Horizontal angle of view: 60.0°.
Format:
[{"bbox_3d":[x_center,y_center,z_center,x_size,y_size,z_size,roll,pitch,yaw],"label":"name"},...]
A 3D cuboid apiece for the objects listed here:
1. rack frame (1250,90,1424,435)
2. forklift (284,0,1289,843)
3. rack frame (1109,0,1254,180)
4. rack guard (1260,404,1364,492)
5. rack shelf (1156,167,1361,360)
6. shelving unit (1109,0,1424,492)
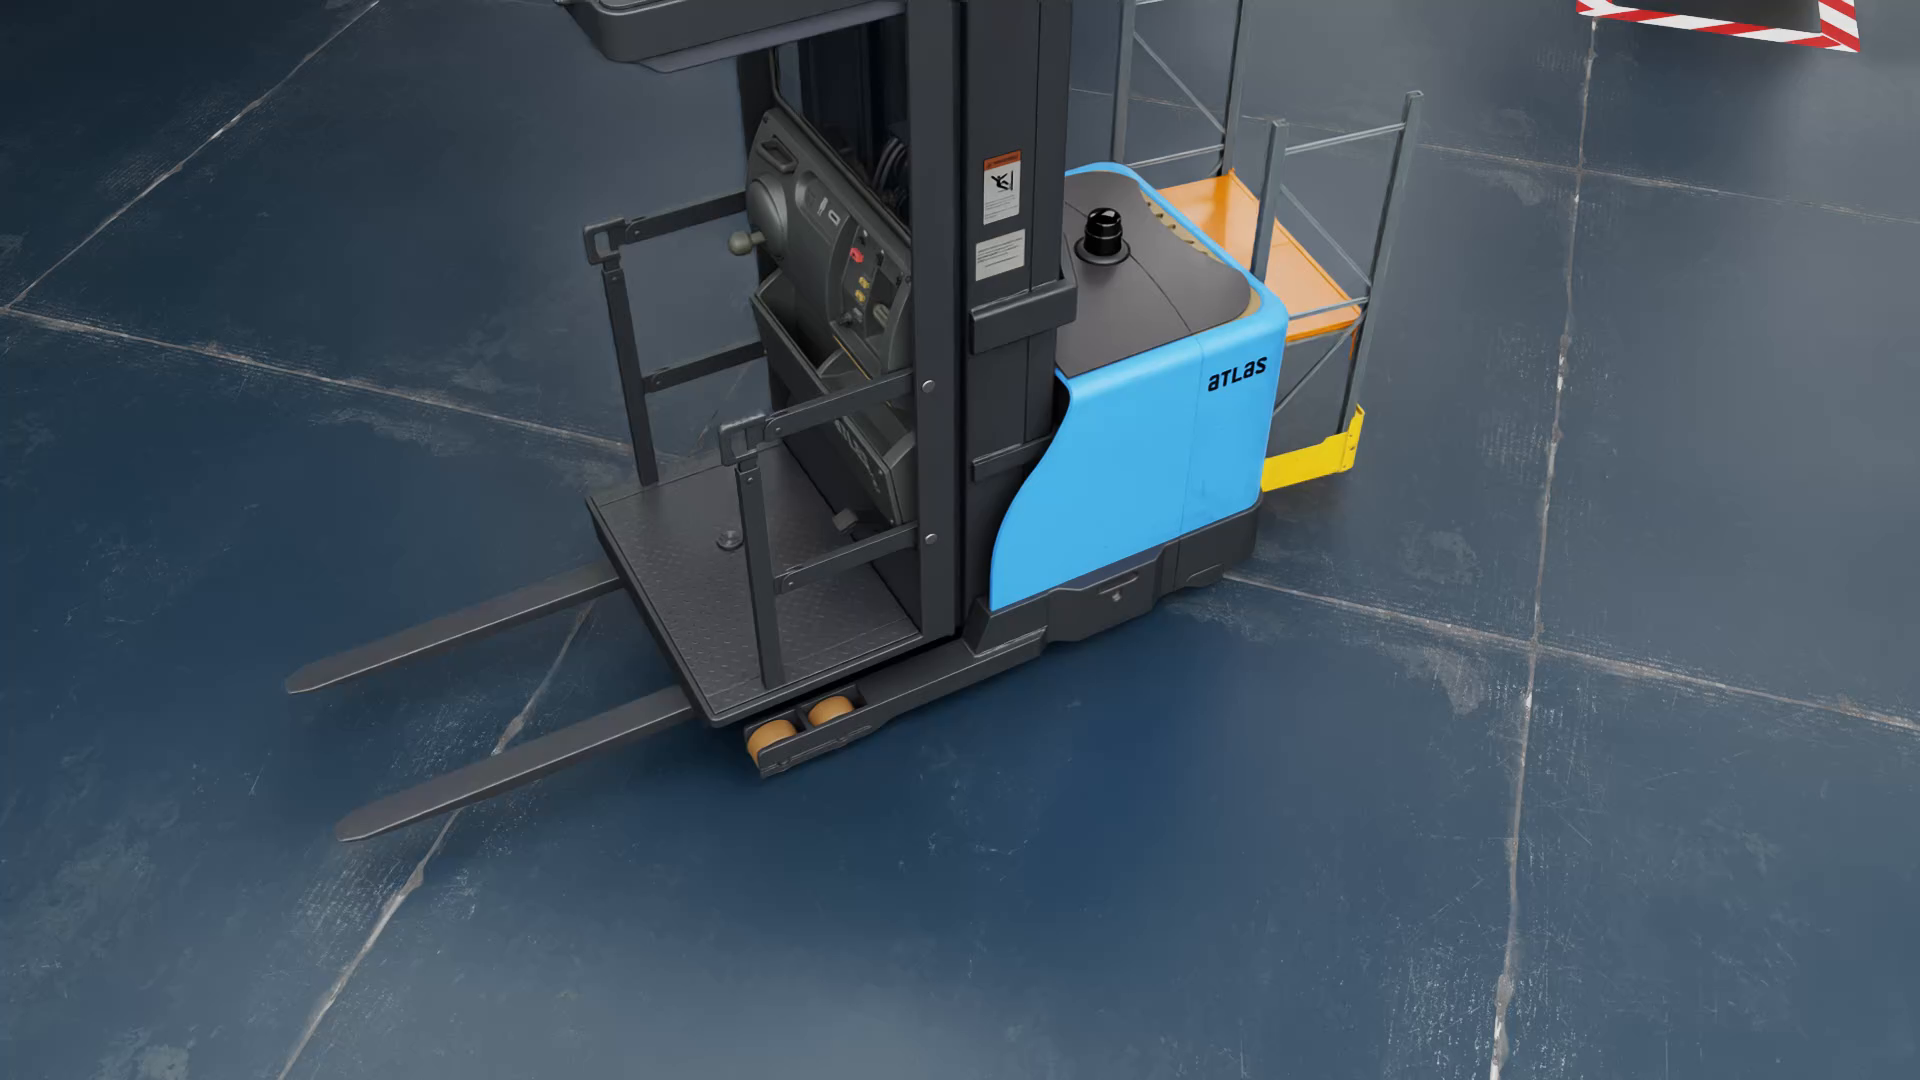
[{"bbox_3d":[1.148,-0.739,5.433,0.500,1.500,0.032,-15,46,-15],"label":"rack frame"},{"bbox_3d":[-0.546,-0.768,4.439,3.031,2.935,1.130,-21,48,-20],"label":"forklift"},{"bbox_3d":[0.779,-1.402,6.110,0.500,1.500,0.032,-15,46,-15],"label":"rack frame"},{"bbox_3d":[1.141,-0.305,5.883,0.587,0.250,0.087,-15,46,-15],"label":"rack guard"},{"bbox_3d":[0.963,-0.942,5.898,0.538,0.185,1.000,-15,46,-15],"label":"rack shelf"},{"bbox_3d":[0.960,-1.077,5.778,0.587,1.500,1.083,-15,46,-15],"label":"shelving unit"}]
